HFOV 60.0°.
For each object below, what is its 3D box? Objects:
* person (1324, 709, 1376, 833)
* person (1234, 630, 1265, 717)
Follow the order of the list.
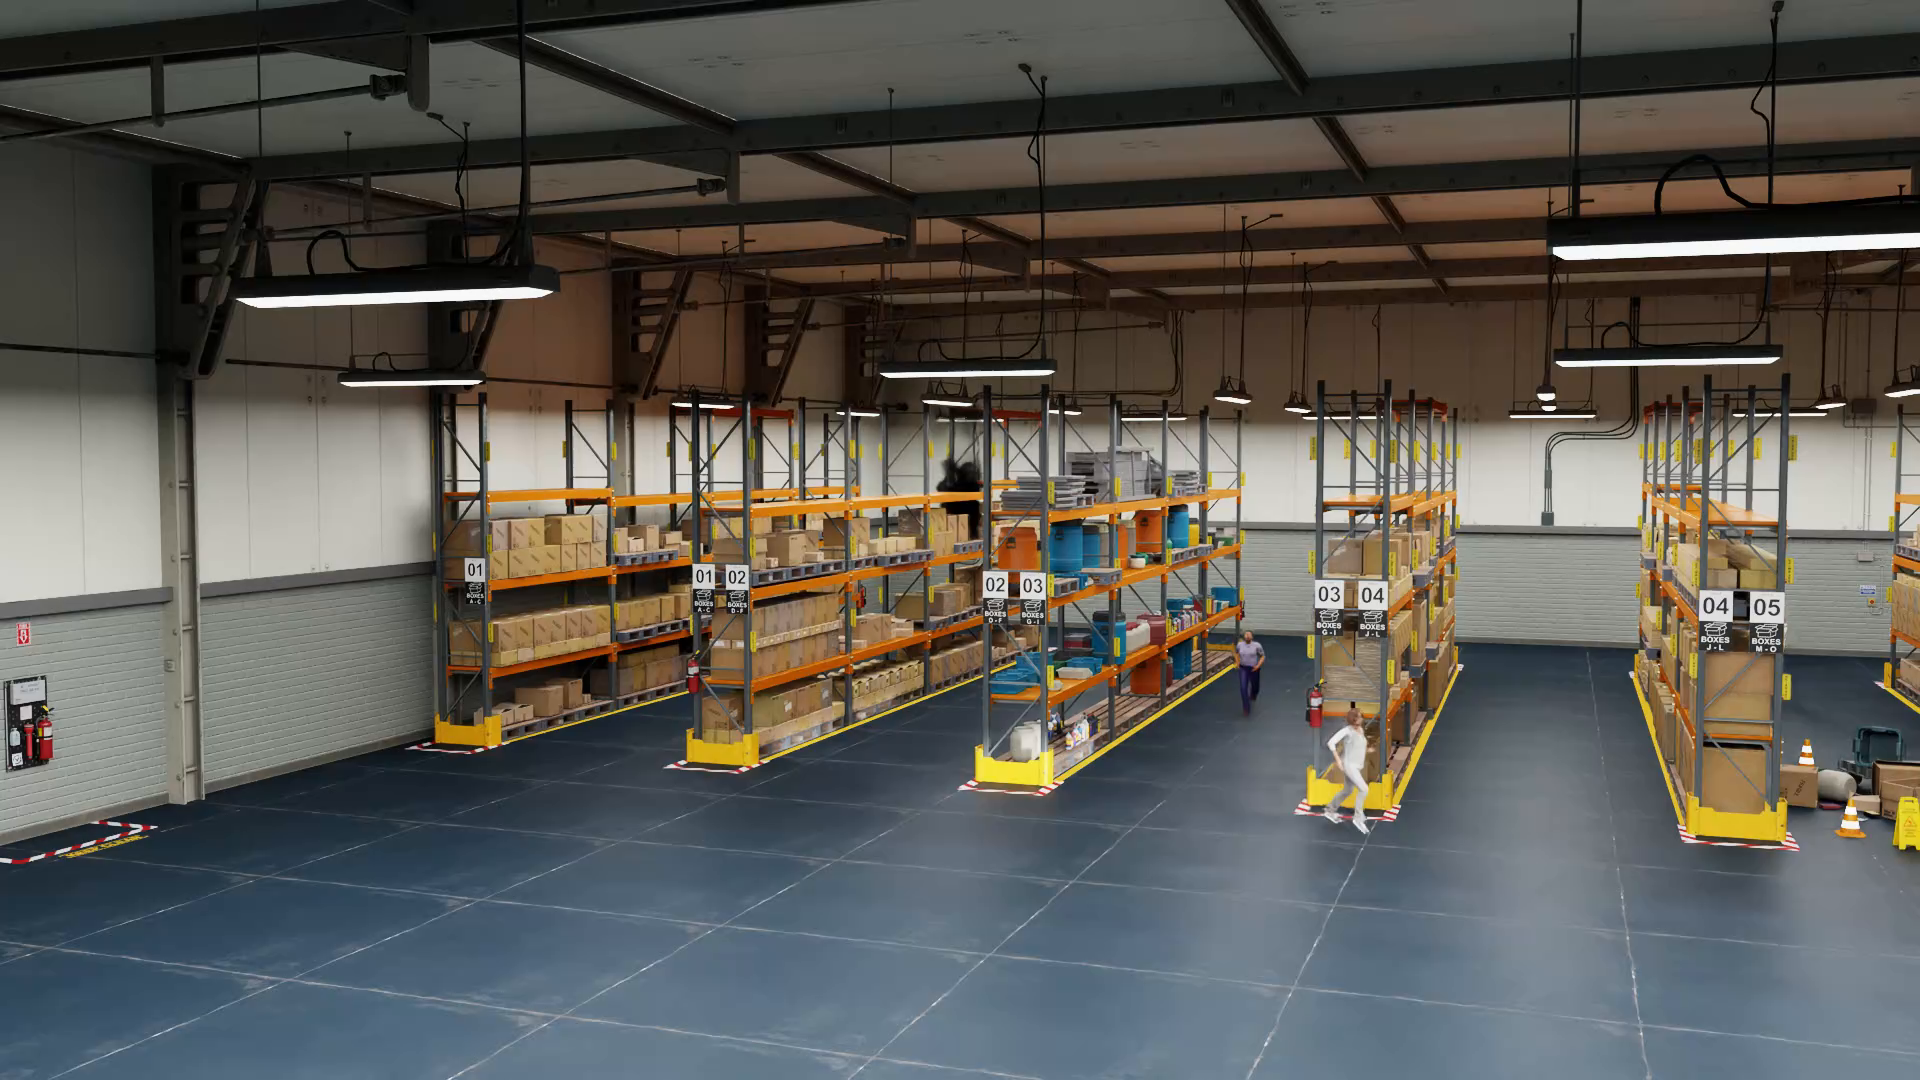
[{"bbox_3d":[5.158,3.057,22.046,0.721,1.611,0.545,2,4,38],"label":"person"},{"bbox_3d":[5.532,2.531,31.812,0.588,1.637,0.979,0,3,7],"label":"person"}]
